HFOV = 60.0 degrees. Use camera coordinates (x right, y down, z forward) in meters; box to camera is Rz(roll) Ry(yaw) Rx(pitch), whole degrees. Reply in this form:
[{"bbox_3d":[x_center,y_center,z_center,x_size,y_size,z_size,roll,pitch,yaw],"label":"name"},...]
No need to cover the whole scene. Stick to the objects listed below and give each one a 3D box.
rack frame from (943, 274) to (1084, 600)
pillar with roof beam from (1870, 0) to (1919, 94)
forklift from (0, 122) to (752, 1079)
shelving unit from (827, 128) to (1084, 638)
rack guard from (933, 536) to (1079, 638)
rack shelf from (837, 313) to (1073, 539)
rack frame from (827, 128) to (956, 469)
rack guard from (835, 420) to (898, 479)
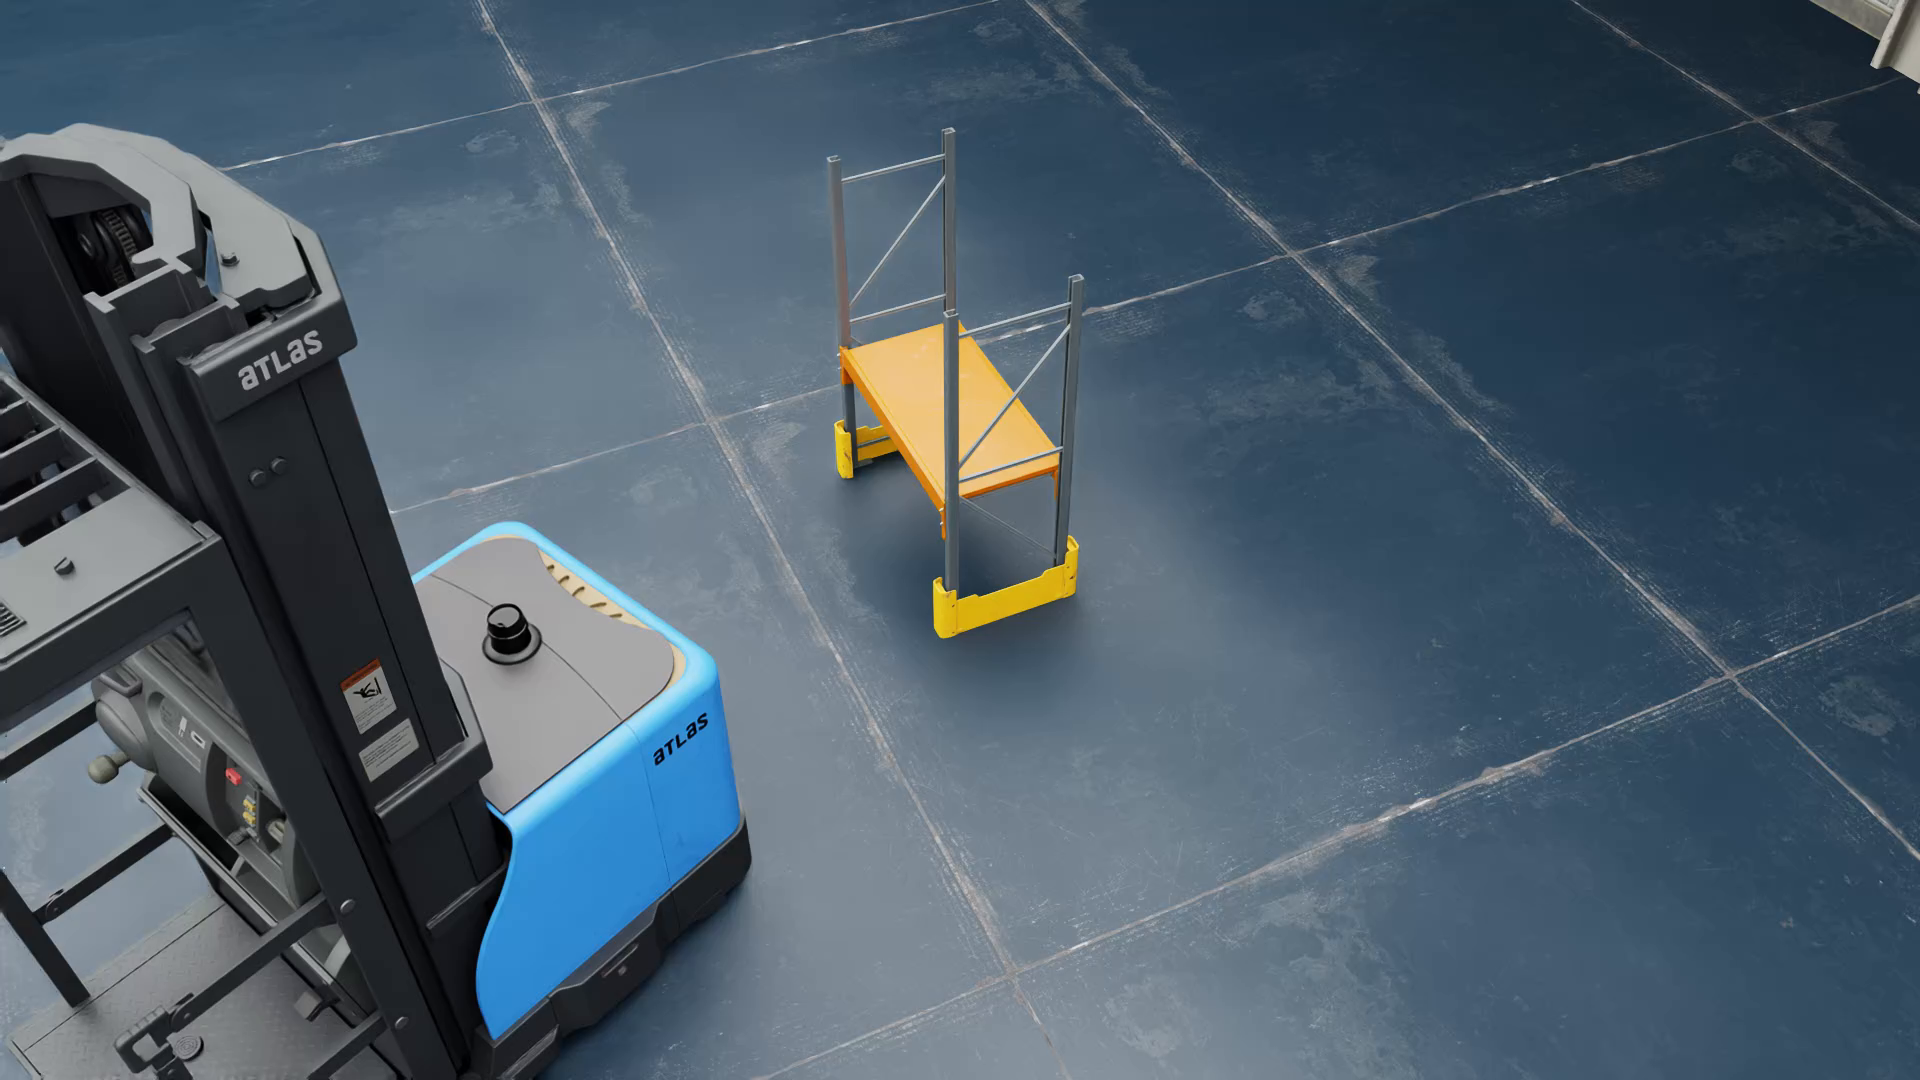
[{"bbox_3d":[0.178,-0.264,5.950,0.500,1.500,0.032,-18,47,-17],"label":"rack frame"},{"bbox_3d":[1.516,-4.570,4.975,9.100,9.000,0.400,-18,47,-17],"label":"pillar with roof beam"},{"bbox_3d":[-2.037,0.642,4.013,1.130,2.935,3.031,31,52,28],"label":"forklift"},{"bbox_3d":[-0.032,-0.582,6.272,0.587,1.500,1.083,-18,47,-17],"label":"shelving unit"},{"bbox_3d":[0.177,0.180,6.390,0.587,0.250,0.087,-18,47,-17],"label":"rack guard"},{"bbox_3d":[-0.036,-0.460,6.405,0.538,0.185,1.000,-18,47,-17],"label":"rack shelf"},{"bbox_3d":[-0.250,-0.912,6.607,0.500,1.500,0.032,-18,47,-17],"label":"rack frame"},{"bbox_3d":[-0.241,-0.455,7.033,0.587,0.250,0.087,-18,47,-17],"label":"rack guard"}]
